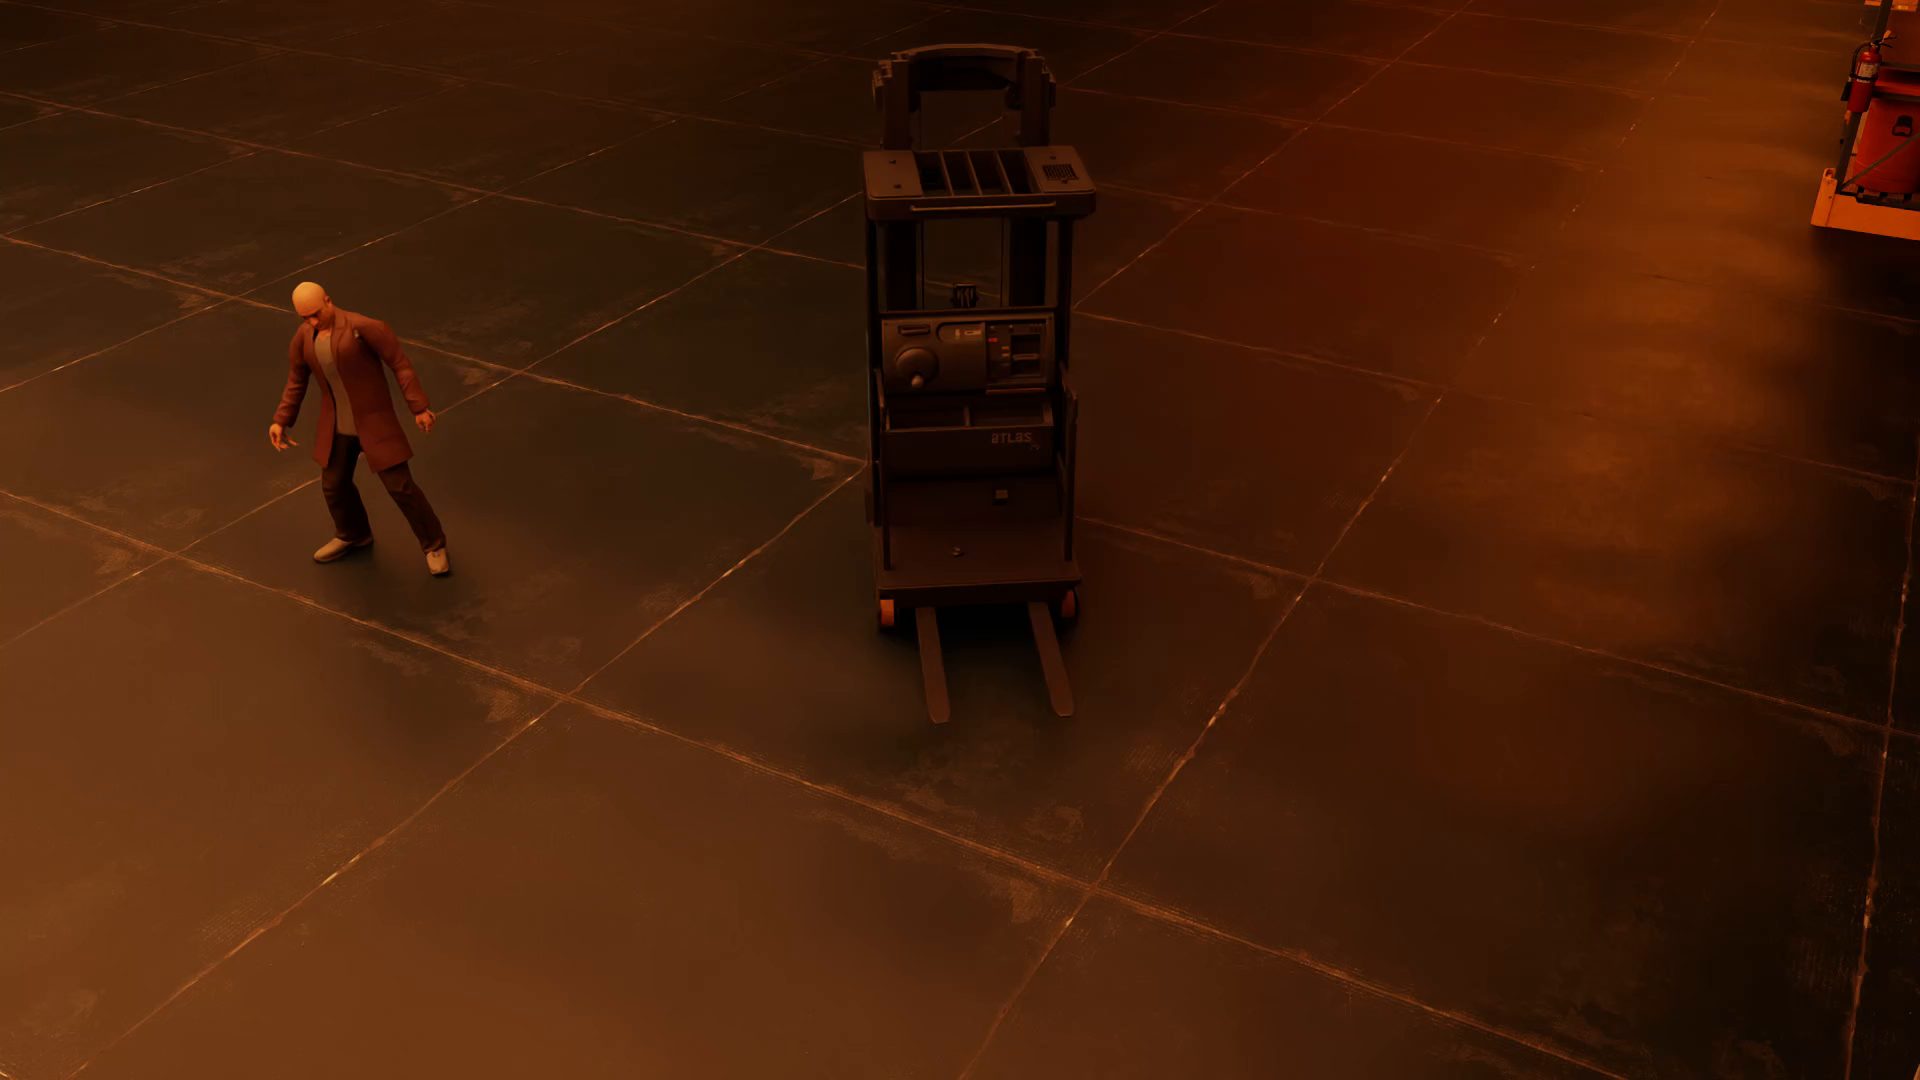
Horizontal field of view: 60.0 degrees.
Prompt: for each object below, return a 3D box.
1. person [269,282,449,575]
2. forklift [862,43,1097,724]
[{"bbox_3d":[-3.413,-0.645,9.398,0.943,1.733,0.377,6,31,11],"label":"person"},{"bbox_3d":[0.070,-0.960,8.734,1.130,2.935,3.031,-3,30,-5],"label":"forklift"}]
